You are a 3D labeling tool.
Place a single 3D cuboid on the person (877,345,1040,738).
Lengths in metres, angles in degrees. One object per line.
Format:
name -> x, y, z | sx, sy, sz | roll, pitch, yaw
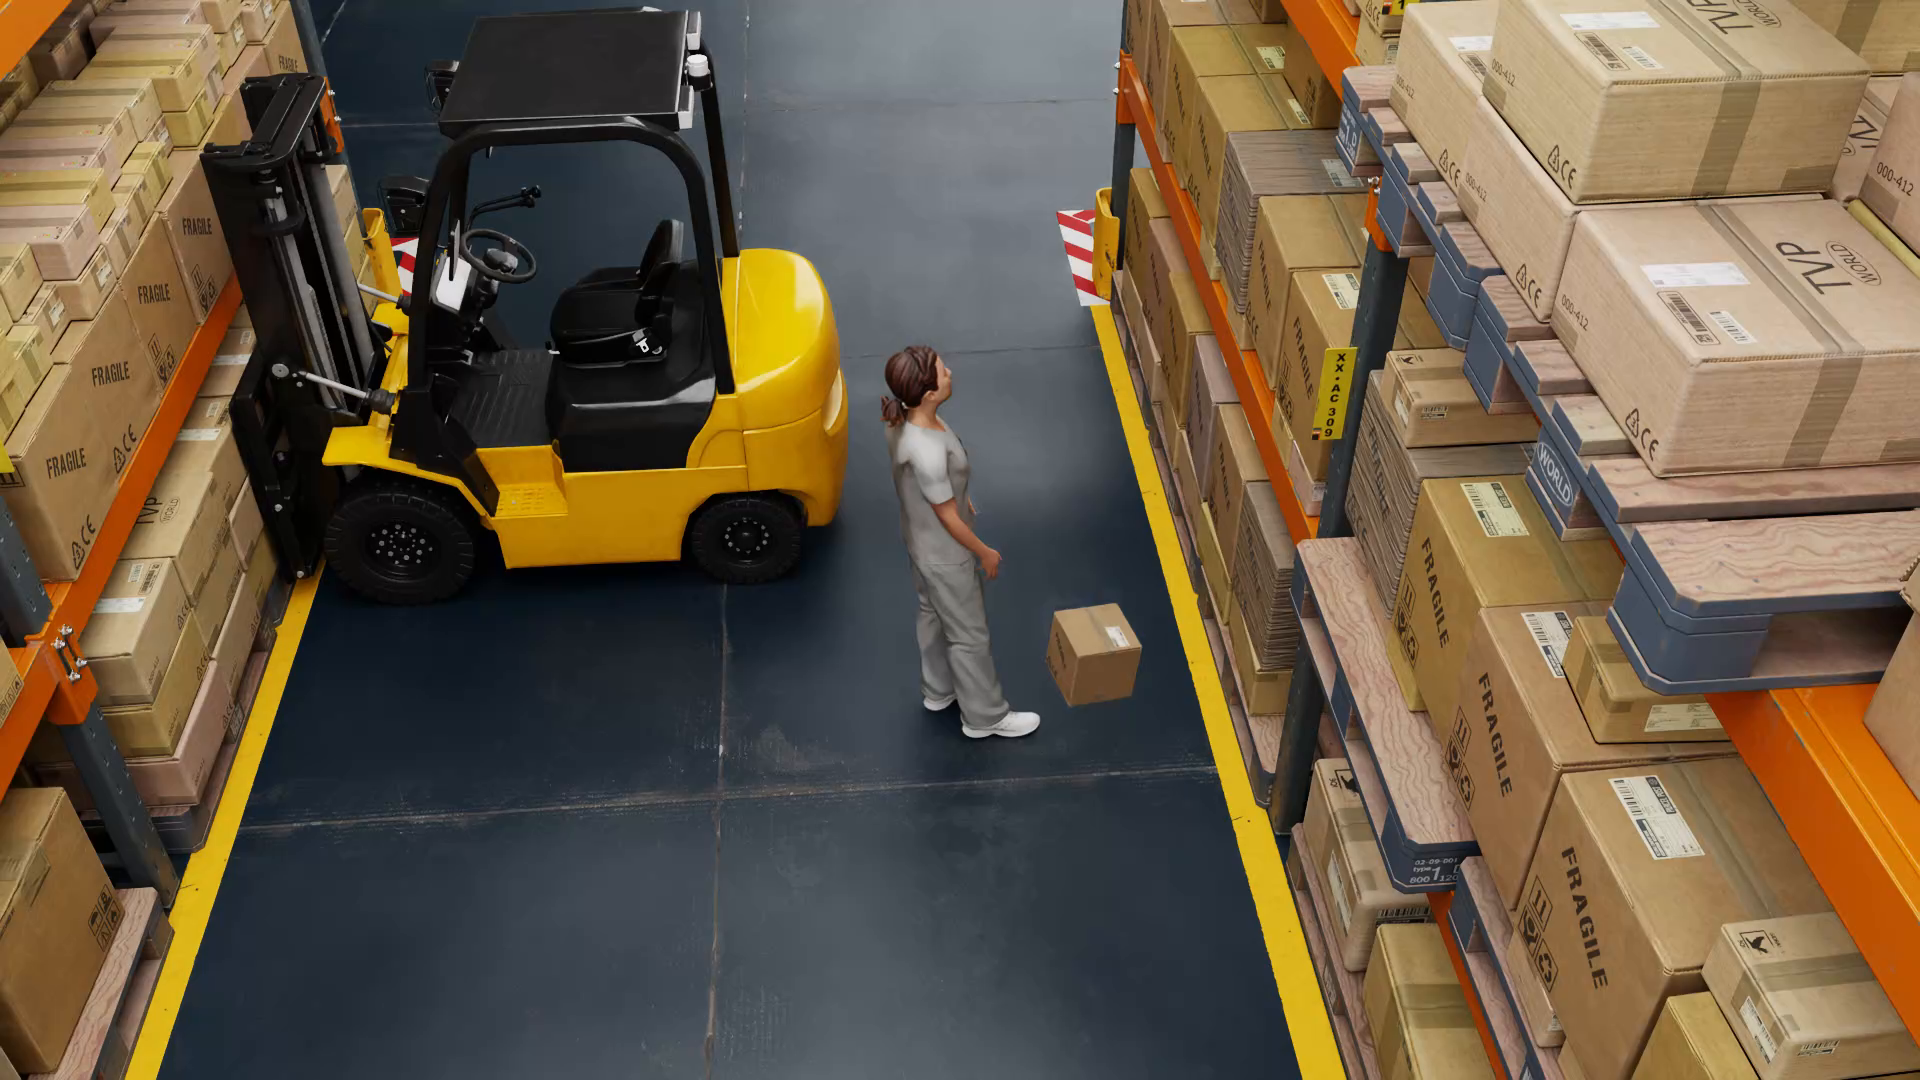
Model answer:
person -> -0.013, 0.002, 6.141 | 0.554, 1.674, 0.522 | -11, 40, -13
